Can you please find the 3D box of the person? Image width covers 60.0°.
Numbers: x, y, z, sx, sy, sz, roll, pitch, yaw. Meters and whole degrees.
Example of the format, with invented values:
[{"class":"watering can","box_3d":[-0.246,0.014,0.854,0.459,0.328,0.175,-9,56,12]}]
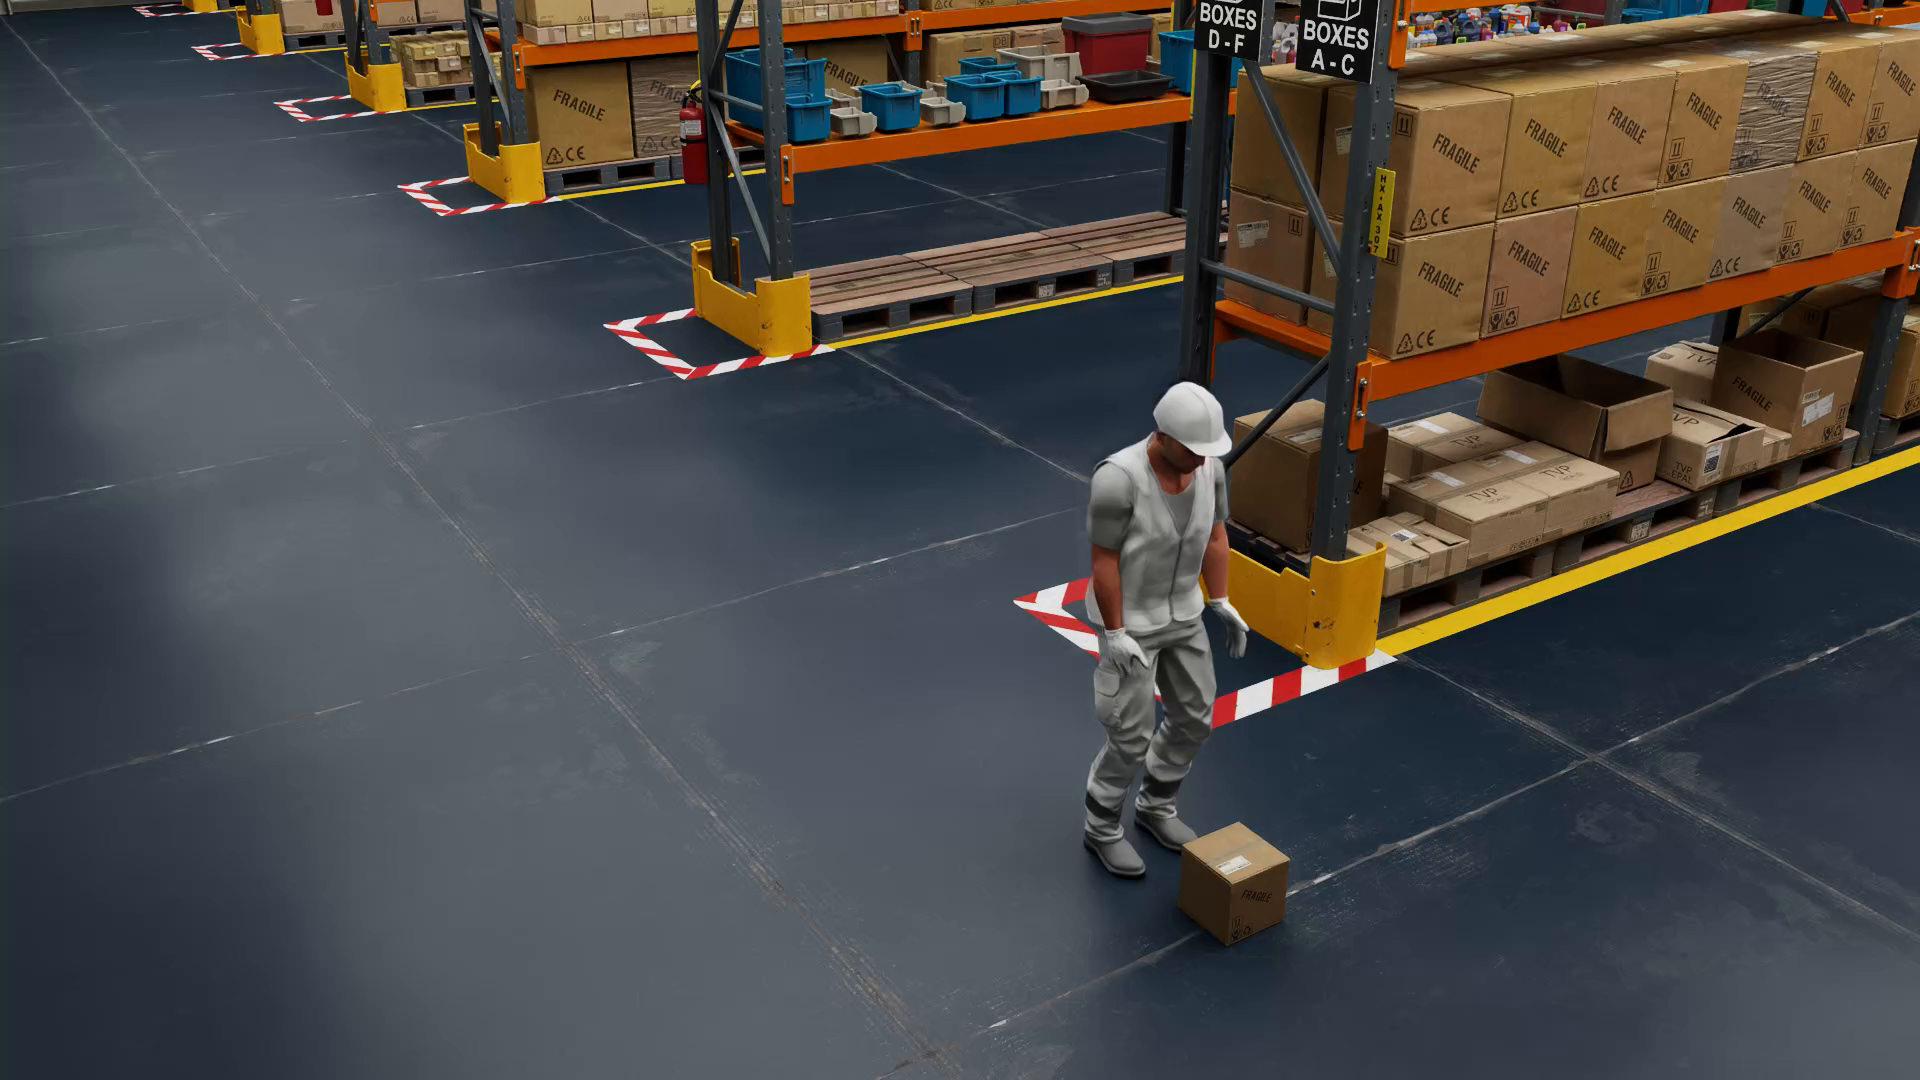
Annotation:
[{"class":"person","box_3d":[0.670,0.286,5.517,0.541,1.743,0.443,-15,29,-28]}]
